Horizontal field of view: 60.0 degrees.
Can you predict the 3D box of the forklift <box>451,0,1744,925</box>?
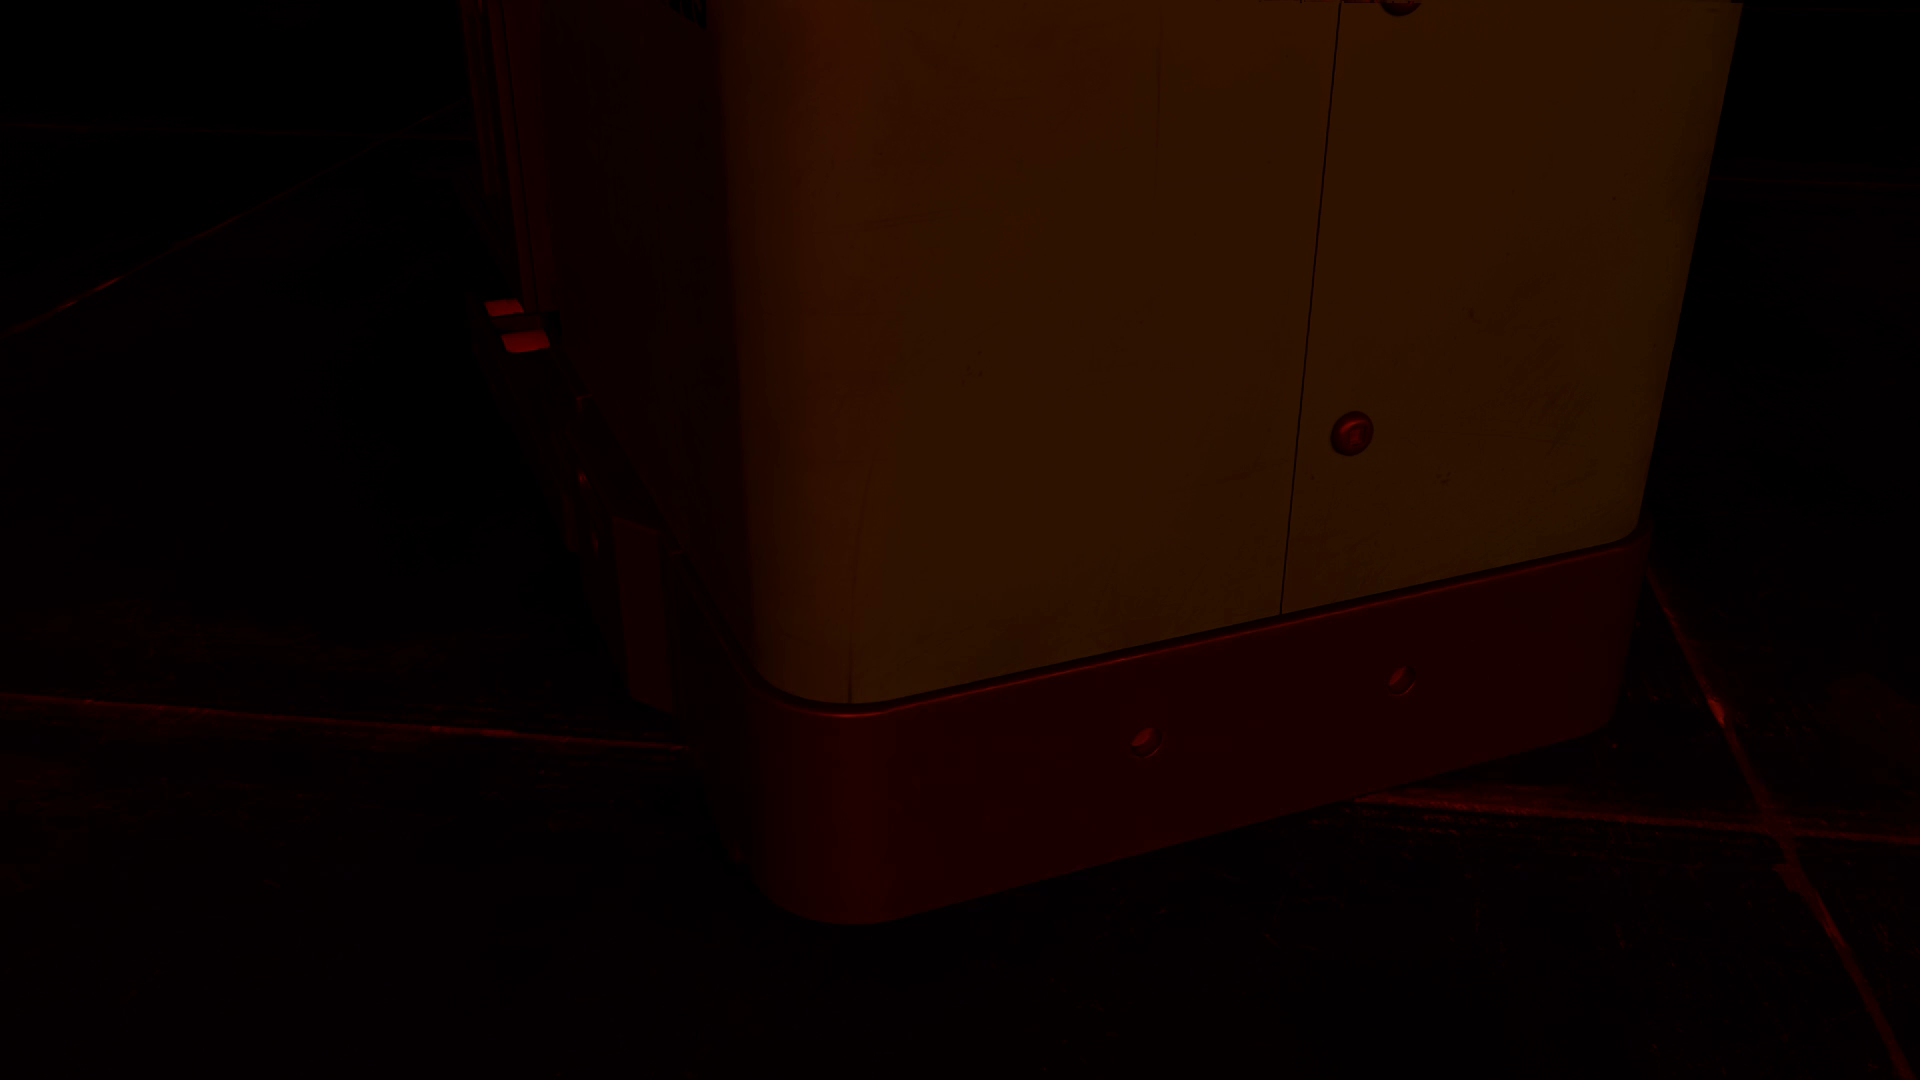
[{"bbox_3d":[-0.260,-1.576,2.376,1.130,2.935,3.031,-11,28,-20],"label":"forklift"}]
